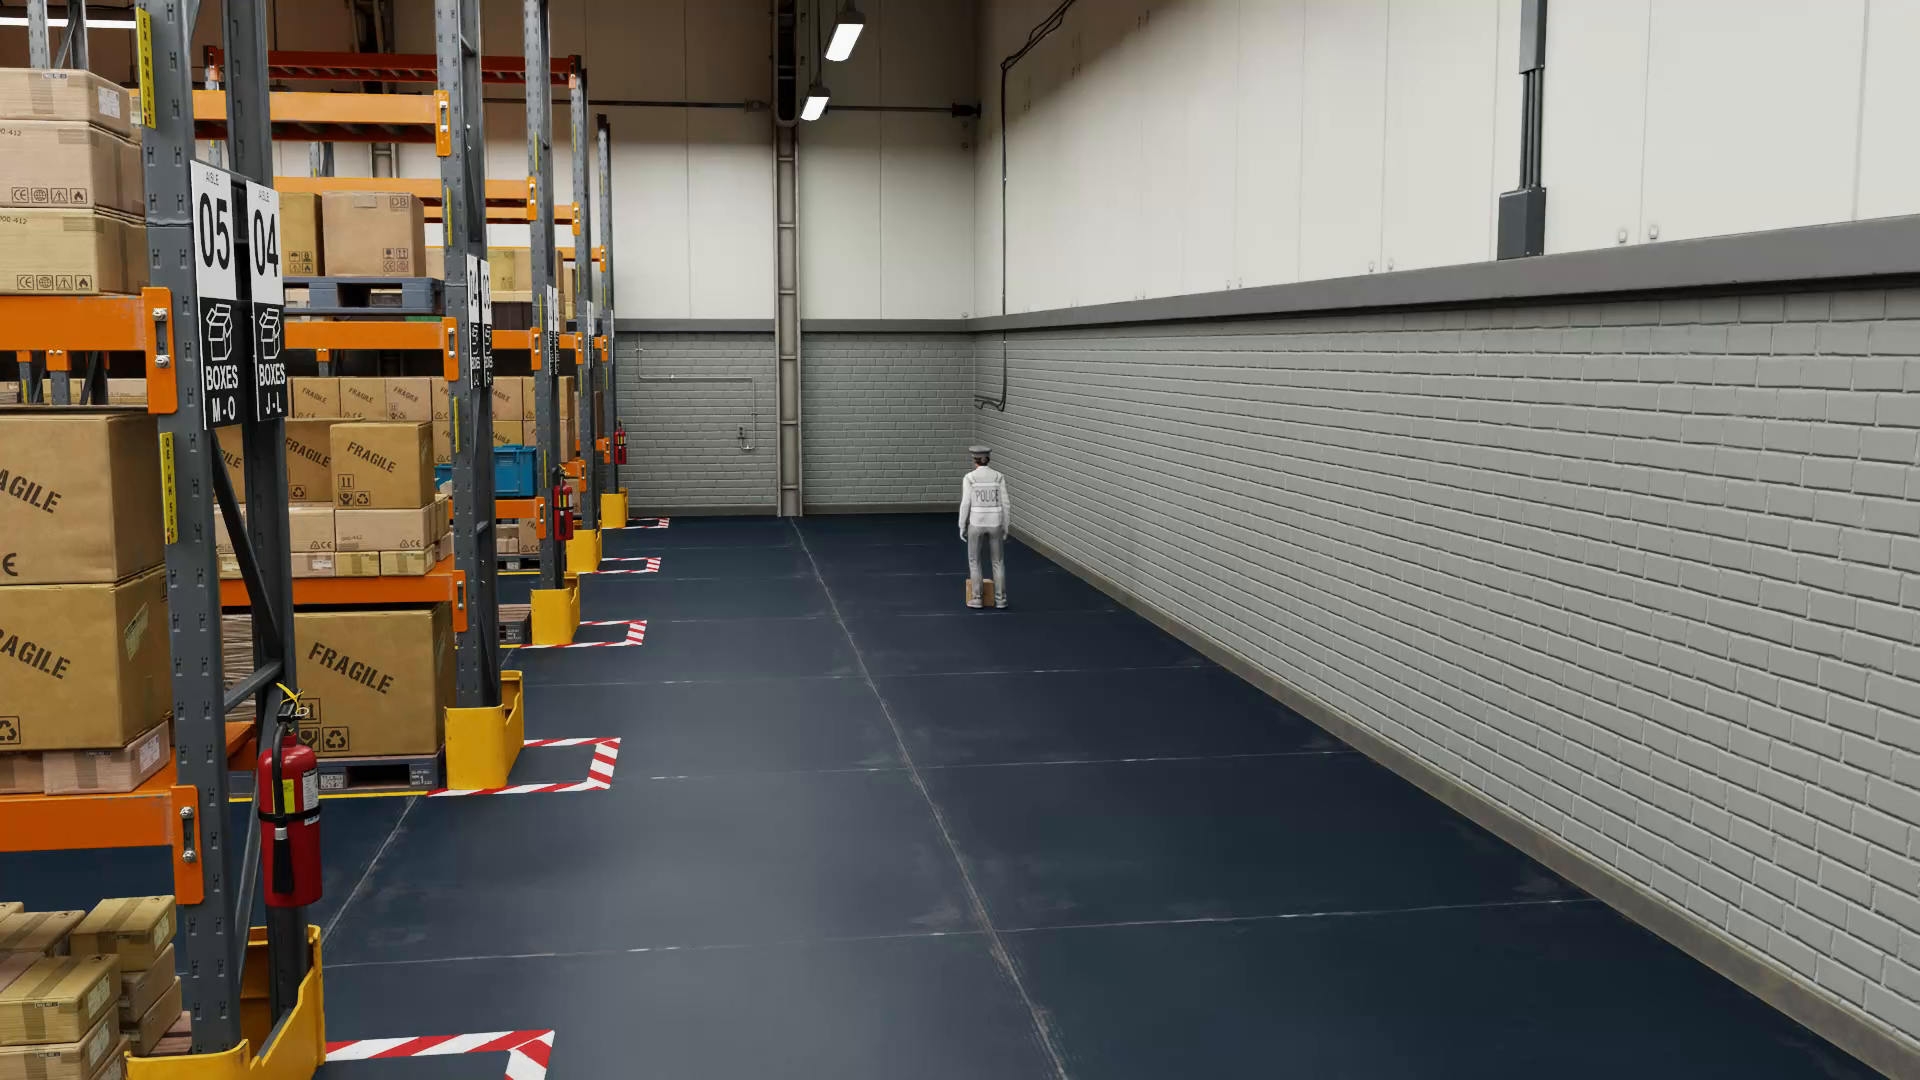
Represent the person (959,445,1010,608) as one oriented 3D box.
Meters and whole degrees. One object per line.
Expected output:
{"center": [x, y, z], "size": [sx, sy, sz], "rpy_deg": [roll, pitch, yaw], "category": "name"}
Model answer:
{"center": [0.244, -0.129, 16.944], "size": [0.539, 1.661, 0.415], "rpy_deg": [-1, 7, -12], "category": "person"}
